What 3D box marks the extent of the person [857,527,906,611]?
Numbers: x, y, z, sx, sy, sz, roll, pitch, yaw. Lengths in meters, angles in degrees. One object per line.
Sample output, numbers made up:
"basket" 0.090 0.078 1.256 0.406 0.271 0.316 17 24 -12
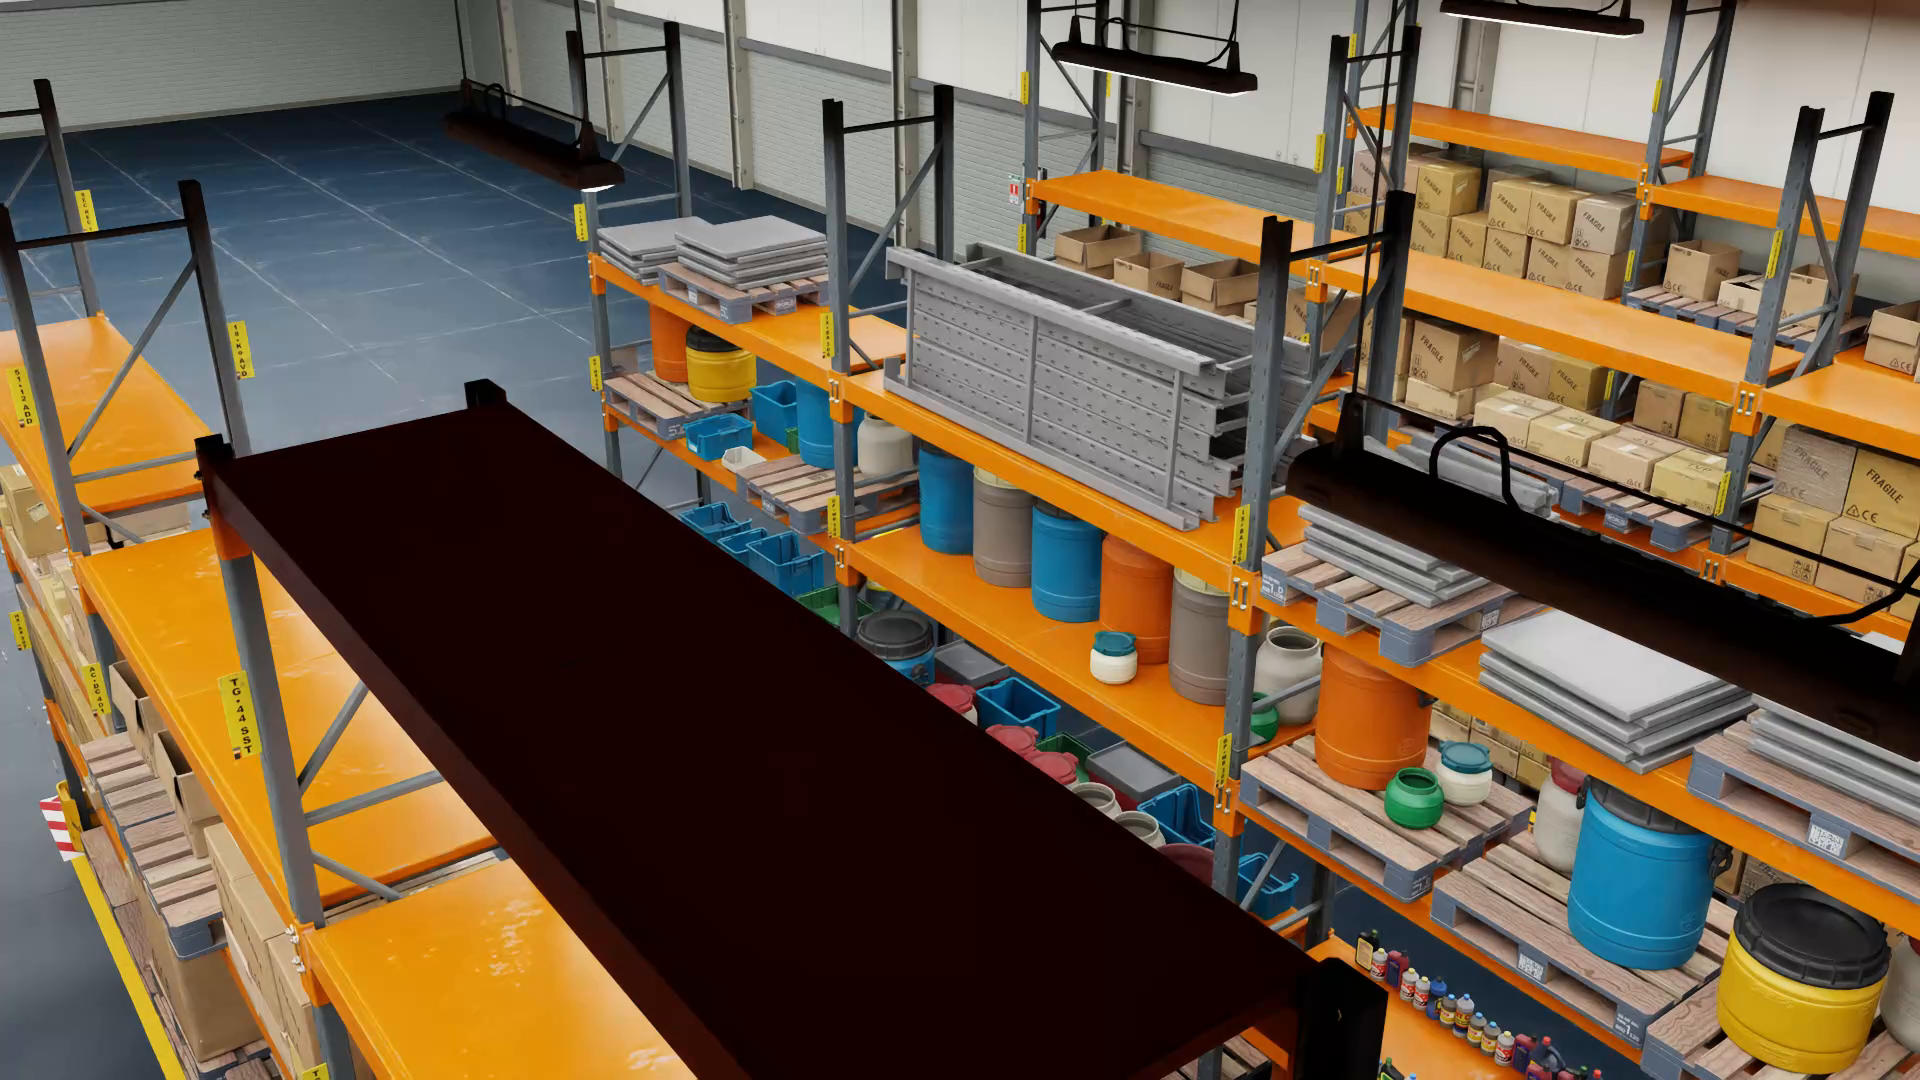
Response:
"person" -0.664 0.429 16.005 0.665 1.742 0.642 19 31 34
